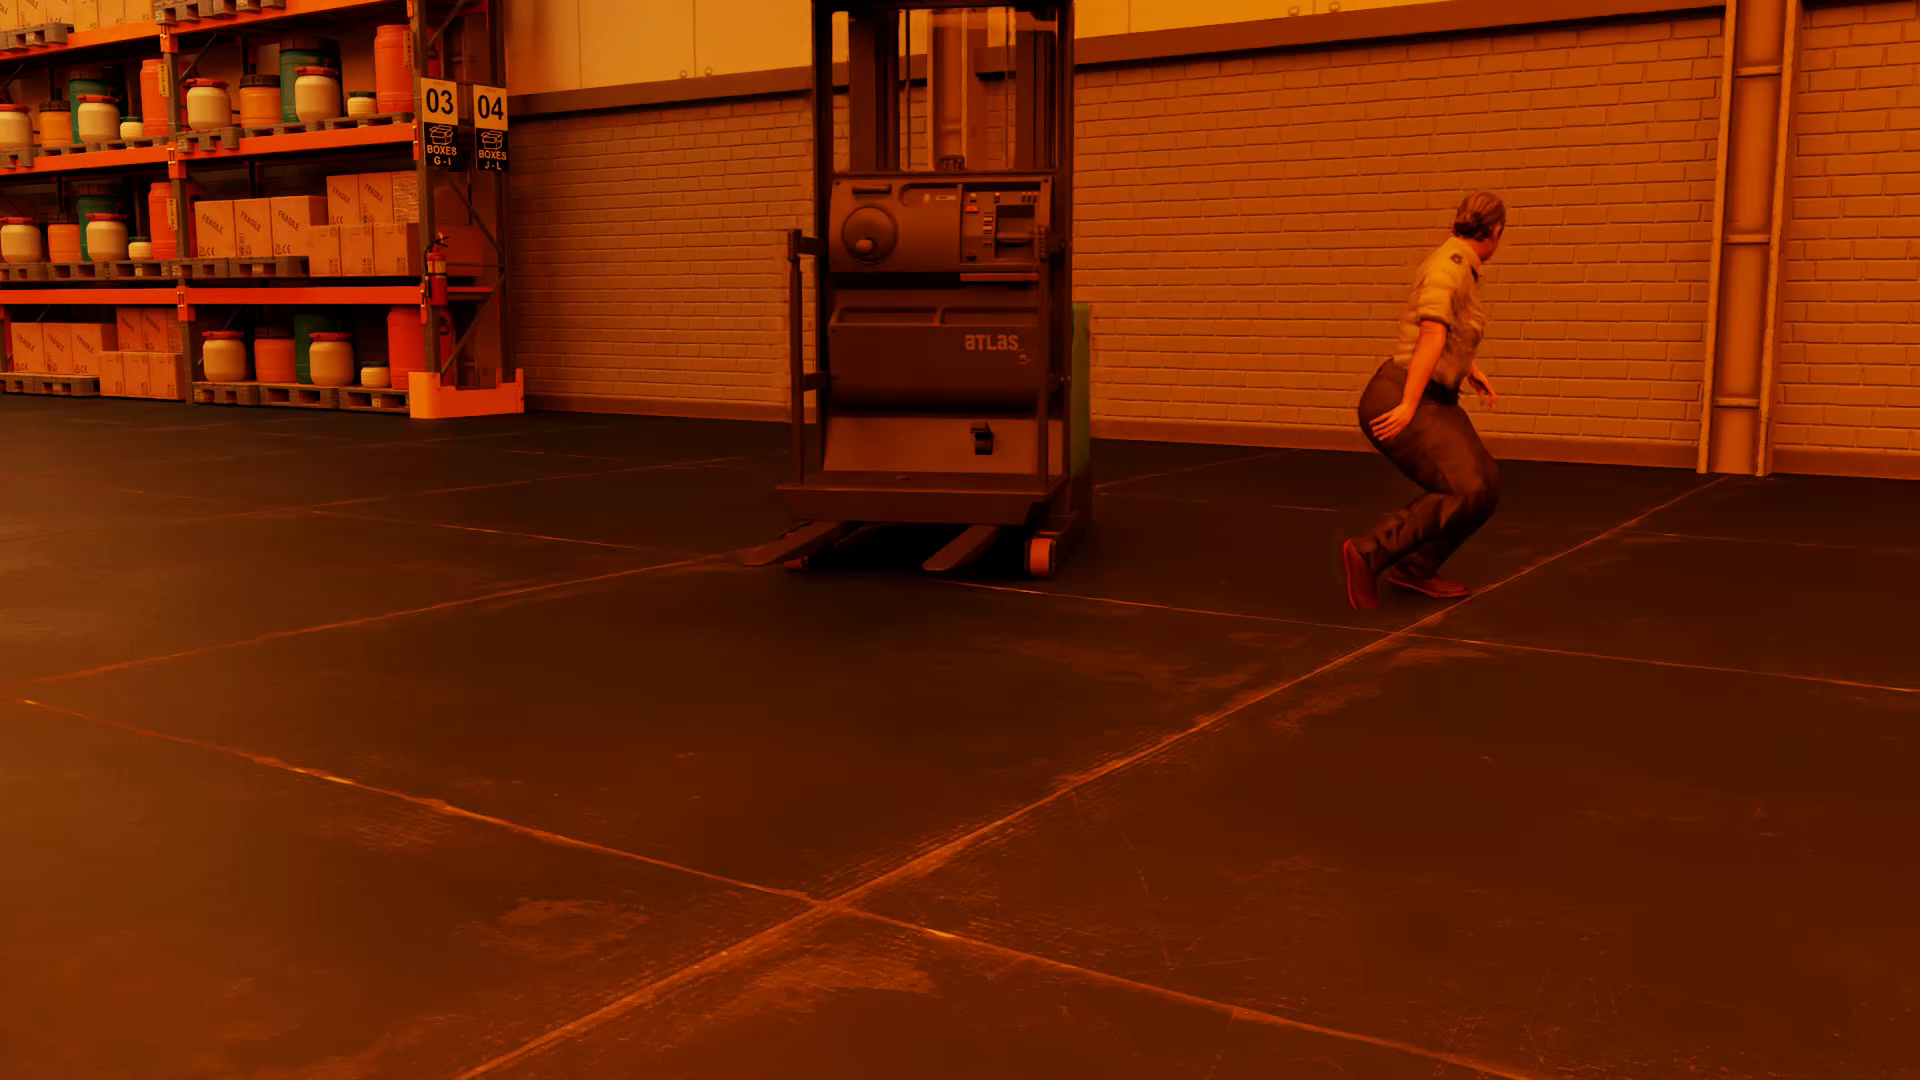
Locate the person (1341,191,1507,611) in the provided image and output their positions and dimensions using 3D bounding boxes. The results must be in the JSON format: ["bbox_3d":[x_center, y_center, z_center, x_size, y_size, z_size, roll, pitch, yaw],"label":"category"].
[{"bbox_3d":[1.636,-0.463,5.855,0.495,1.500,0.892,4,9,24],"label":"person"}]

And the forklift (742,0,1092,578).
[{"bbox_3d":[-0.119,-1.353,6.704,1.130,2.935,3.031,1,8,10],"label":"forklift"}]
